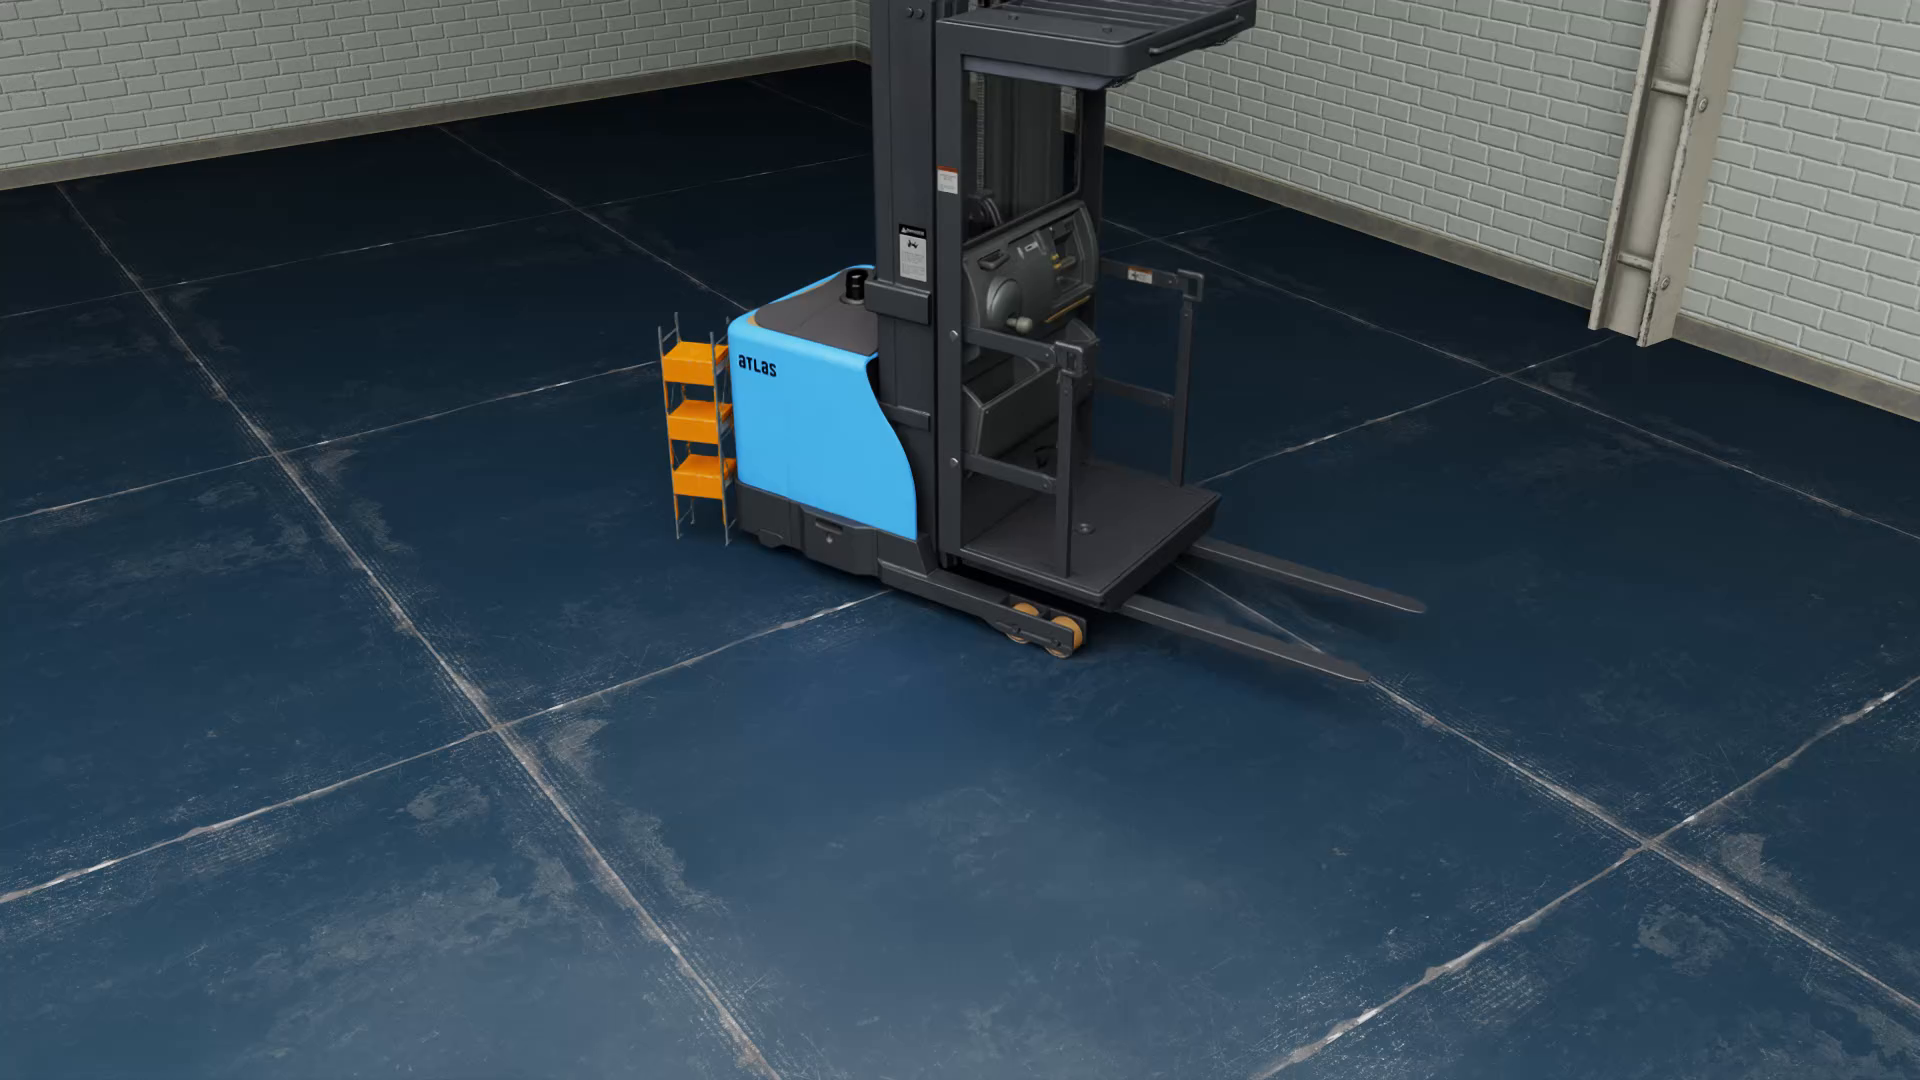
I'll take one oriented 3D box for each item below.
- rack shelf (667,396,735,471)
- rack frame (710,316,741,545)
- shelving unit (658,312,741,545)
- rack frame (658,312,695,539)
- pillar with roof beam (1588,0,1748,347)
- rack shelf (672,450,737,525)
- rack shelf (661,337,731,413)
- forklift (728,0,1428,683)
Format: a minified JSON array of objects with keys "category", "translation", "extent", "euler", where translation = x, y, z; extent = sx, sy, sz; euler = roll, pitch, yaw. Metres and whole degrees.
[{"category":"rack shelf","translation":[-1.172,-0.489,7.572],"extent":[0.240,0.259,0.215],"euler":[7,29,13]},{"category":"rack frame","translation":[-1.054,-0.484,7.540],"extent":[0.008,1.050,0.200],"euler":[7,29,13]},{"category":"shelving unit","translation":[-1.172,-0.498,7.567],"extent":[0.252,1.050,0.215],"euler":[7,29,13]},{"category":"rack frame","translation":[-1.290,-0.513,7.594],"extent":[0.008,1.050,0.200],"euler":[7,29,13]},{"category":"pillar with roof beam","translation":[0.556,-4.024,5.731],"extent":[9.100,9.000,0.400],"euler":[-19,34,-31]},{"category":"rack shelf","translation":[-1.172,-0.245,7.705],"extent":[0.240,0.259,0.215],"euler":[7,29,13]},{"category":"rack shelf","translation":[-1.172,-0.738,7.437],"extent":[0.240,0.259,0.215],"euler":[7,29,13]},{"category":"forklift","translation":[0.471,-1.093,6.691],"extent":[3.031,2.935,1.130],"euler":[18,33,30]}]
